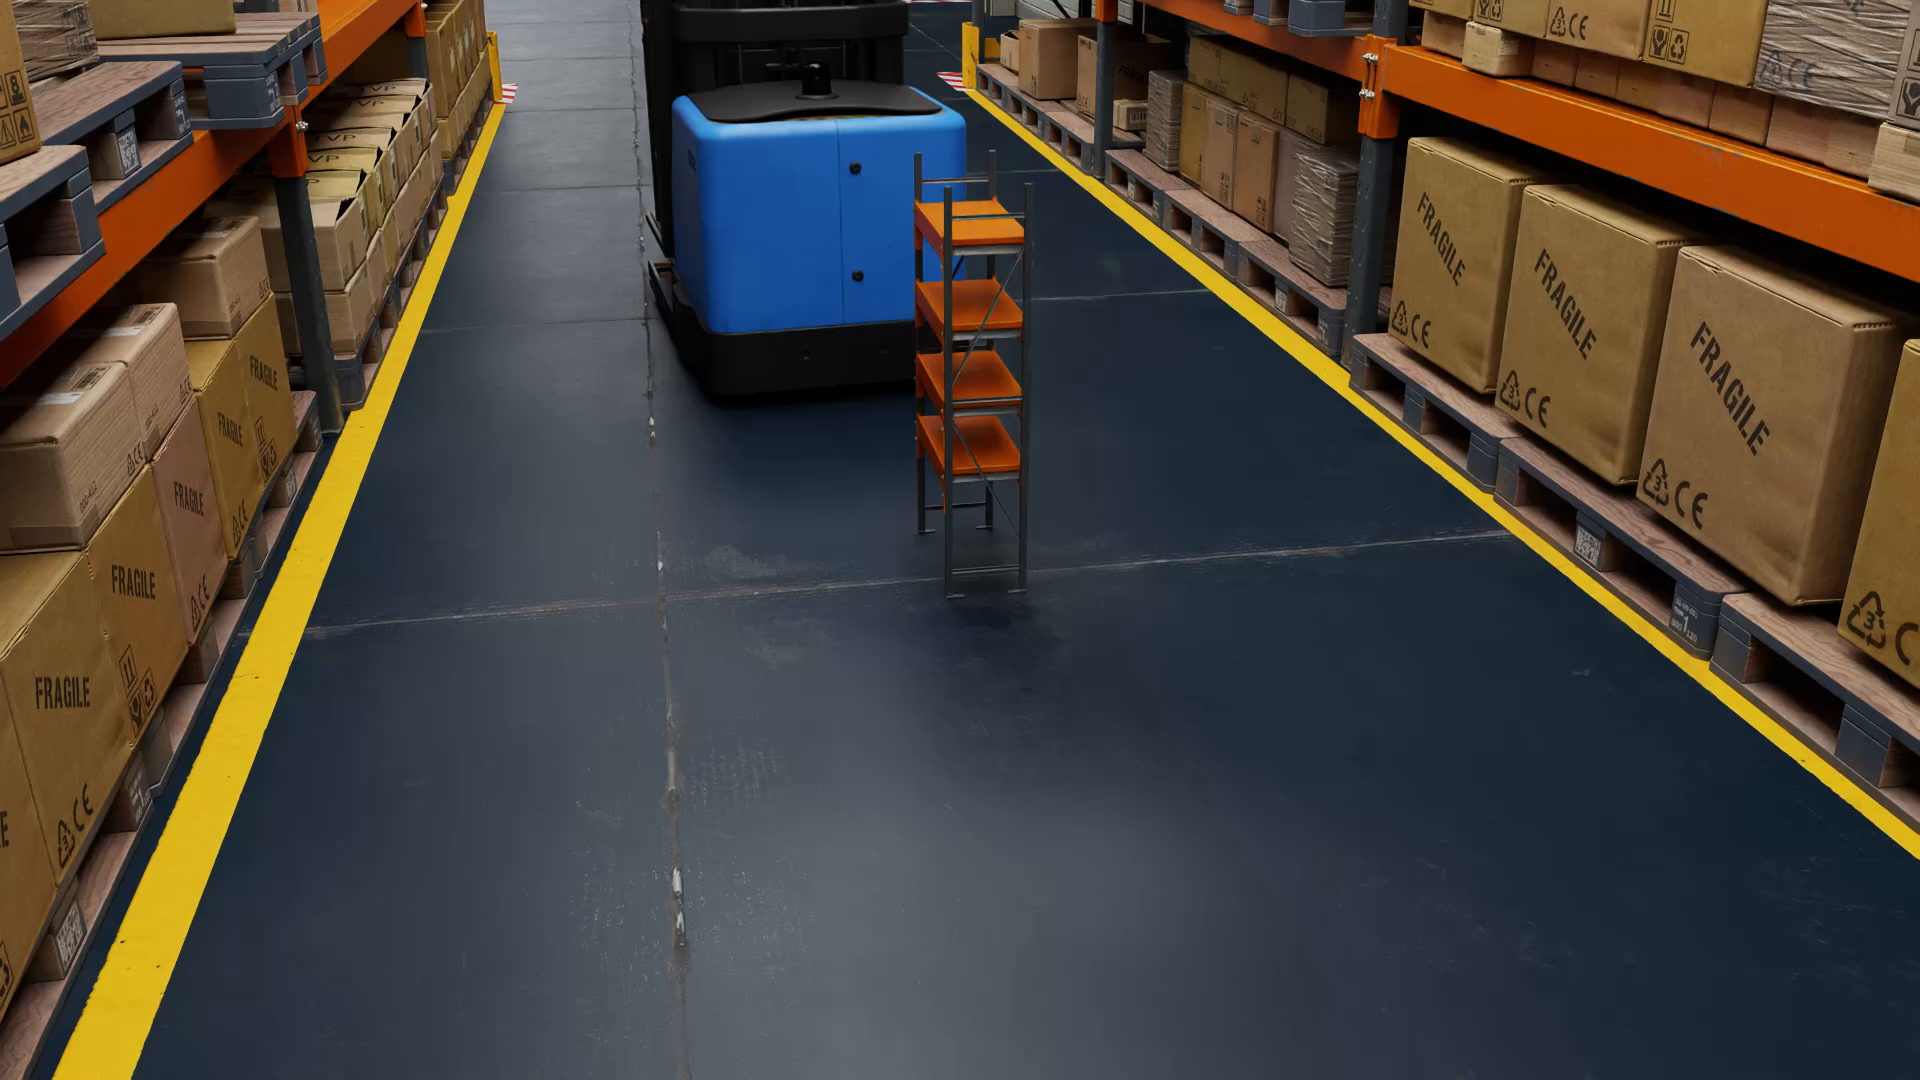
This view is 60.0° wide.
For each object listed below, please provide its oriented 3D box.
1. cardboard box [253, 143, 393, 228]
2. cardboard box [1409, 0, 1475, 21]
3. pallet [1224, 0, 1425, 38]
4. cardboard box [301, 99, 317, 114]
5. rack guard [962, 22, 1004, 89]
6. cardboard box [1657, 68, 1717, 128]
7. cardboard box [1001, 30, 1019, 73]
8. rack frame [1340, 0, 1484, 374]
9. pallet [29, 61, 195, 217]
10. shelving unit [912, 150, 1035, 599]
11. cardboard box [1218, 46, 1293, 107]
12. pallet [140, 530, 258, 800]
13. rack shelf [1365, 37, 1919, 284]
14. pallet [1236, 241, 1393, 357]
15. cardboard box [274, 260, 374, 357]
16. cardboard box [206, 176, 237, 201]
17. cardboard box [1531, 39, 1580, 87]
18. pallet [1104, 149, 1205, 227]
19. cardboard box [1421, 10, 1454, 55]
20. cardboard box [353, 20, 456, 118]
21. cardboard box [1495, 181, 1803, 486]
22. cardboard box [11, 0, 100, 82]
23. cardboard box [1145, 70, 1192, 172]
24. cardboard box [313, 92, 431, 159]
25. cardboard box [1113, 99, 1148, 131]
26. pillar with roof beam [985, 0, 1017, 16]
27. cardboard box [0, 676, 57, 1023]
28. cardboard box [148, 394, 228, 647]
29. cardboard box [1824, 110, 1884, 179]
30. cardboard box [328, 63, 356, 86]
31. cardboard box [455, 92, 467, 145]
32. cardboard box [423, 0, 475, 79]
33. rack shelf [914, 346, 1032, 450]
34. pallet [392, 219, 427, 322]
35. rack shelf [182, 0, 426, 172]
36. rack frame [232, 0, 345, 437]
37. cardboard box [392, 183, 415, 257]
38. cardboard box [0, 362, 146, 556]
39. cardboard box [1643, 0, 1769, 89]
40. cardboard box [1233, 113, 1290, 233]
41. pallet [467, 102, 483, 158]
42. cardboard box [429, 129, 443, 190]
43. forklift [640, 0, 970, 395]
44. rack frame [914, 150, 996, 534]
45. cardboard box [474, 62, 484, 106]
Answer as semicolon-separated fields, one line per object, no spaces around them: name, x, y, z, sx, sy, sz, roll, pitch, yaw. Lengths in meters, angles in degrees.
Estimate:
cardboard box;-2.792;-1.568;7.302;0.500;0.311;0.500;-5;24;-11
cardboard box;1.919;-2.093;5.774;0.500;0.500;0.500;-4;24;-8
pallet;1.844;-2.297;7.001;1.213;0.211;1.003;-4;24;-10
cardboard box;-3.607;-2.129;8.586;0.500;0.311;0.500;-5;24;-10
rack guard;0.616;-4.083;13.975;1.175;0.500;0.348;-4;24;-10
cardboard box;2.208;-1.257;4.669;0.380;0.149;0.250;-4;24;-9
cardboard box;0.641;-3.950;13.355;0.500;0.311;0.500;-7;25;-16
rack frame;2.081;-2.112;6.338;1.000;3.000;0.127;-4;24;-10
pallet;-2.423;-0.892;3.783;1.003;0.211;1.213;-4;24;-10
shelving unit;0.031;-0.485;4.861;0.258;1.200;0.503;-4;24;-10
cardboard box;1.678;-2.420;8.679;0.500;0.250;0.500;-5;24;-11
pallet;-2.464;0.309;4.279;1.003;0.211;1.213;-4;24;-10
rack shelf;2.451;-0.996;4.681;1.077;0.370;4.000;-4;24;-10
pallet;1.938;-1.142;7.601;1.003;0.211;1.213;-4;24;-10
cardboard box;-2.595;-0.904;6.483;0.500;0.250;0.500;-4;24;-10
cardboard box;-3.228;-1.325;6.747;0.500;0.311;0.500;-5;24;-11
cardboard box;2.086;-1.559;5.361;0.380;0.149;0.250;-5;24;-10
pallet;1.487;-2.102;9.798;1.003;0.211;1.213;-4;24;-10
cardboard box;1.914;-1.860;6.049;0.380;0.149;0.250;-5;24;-11
cardboard box;-3.304;-2.799;9.885;0.500;0.500;0.500;-4;24;-10
cardboard box;2.244;-0.676;5.210;0.750;0.750;0.750;-4;24;-10
cardboard box;-2.578;-1.369;3.987;0.700;0.500;0.500;0;24;0
cardboard box;1.494;-2.453;9.693;0.700;0.500;0.500;-3;24;-8
cardboard box;-3.067;-2.165;8.668;0.500;0.311;0.500;-4;24;-8
cardboard box;1.213;-2.797;10.897;0.380;0.166;0.250;-8;25;-17
pillar with roof beam;-3.759;-9.838;16.533;9.100;9.000;0.400;-4;24;-10
cardboard box;-1.897;0.565;2.782;0.500;0.500;0.500;-5;24;-12
cardboard box;-2.185;-0.040;4.168;0.500;0.500;0.500;-5;24;-12
cardboard box;2.320;-0.948;3.962;0.380;0.149;0.250;-4;24;-10
cardboard box;-3.908;-2.957;10.247;0.500;0.500;0.500;-4;24;-10
cardboard box;-3.402;-2.652;10.485;0.500;0.250;0.500;-4;24;-10
cardboard box;-3.584;-3.389;11.235;0.500;0.500;0.500;-4;24;-10
rack shelf;0.031;-0.423;4.888;0.258;0.148;0.480;-4;24;-10
pallet;-3.123;-1.272;7.898;1.003;0.211;1.213;-4;24;-10
rack shelf;-3.157;-2.201;7.441;1.077;0.370;4.000;-4;24;-10
rack frame;-2.787;-1.744;5.496;1.000;3.000;0.127;-4;24;-10
cardboard box;-2.885;-1.508;7.865;0.500;0.250;0.500;-4;24;-9
cardboard box;-2.082;-0.172;3.533;0.500;0.250;0.500;-4;24;-10
cardboard box;2.202;-1.487;4.386;0.500;0.500;0.500;-4;24;-8
cardboard box;1.796;-1.852;8.317;0.700;0.500;0.500;-4;24;-10
pallet;-3.861;-2.836;11.480;1.003;0.211;1.213;-4;24;-10
cardboard box;-3.165;-2.108;9.240;0.500;0.250;0.500;-5;24;-10
forklift;-0.851;-2.459;7.217;1.130;2.935;3.031;-6;24;-14
rack frame;-0.015;-0.581;5.081;0.240;1.200;0.015;-4;24;-10
cardboard box;-3.678;-3.242;11.836;0.500;0.250;0.500;-4;24;-10
